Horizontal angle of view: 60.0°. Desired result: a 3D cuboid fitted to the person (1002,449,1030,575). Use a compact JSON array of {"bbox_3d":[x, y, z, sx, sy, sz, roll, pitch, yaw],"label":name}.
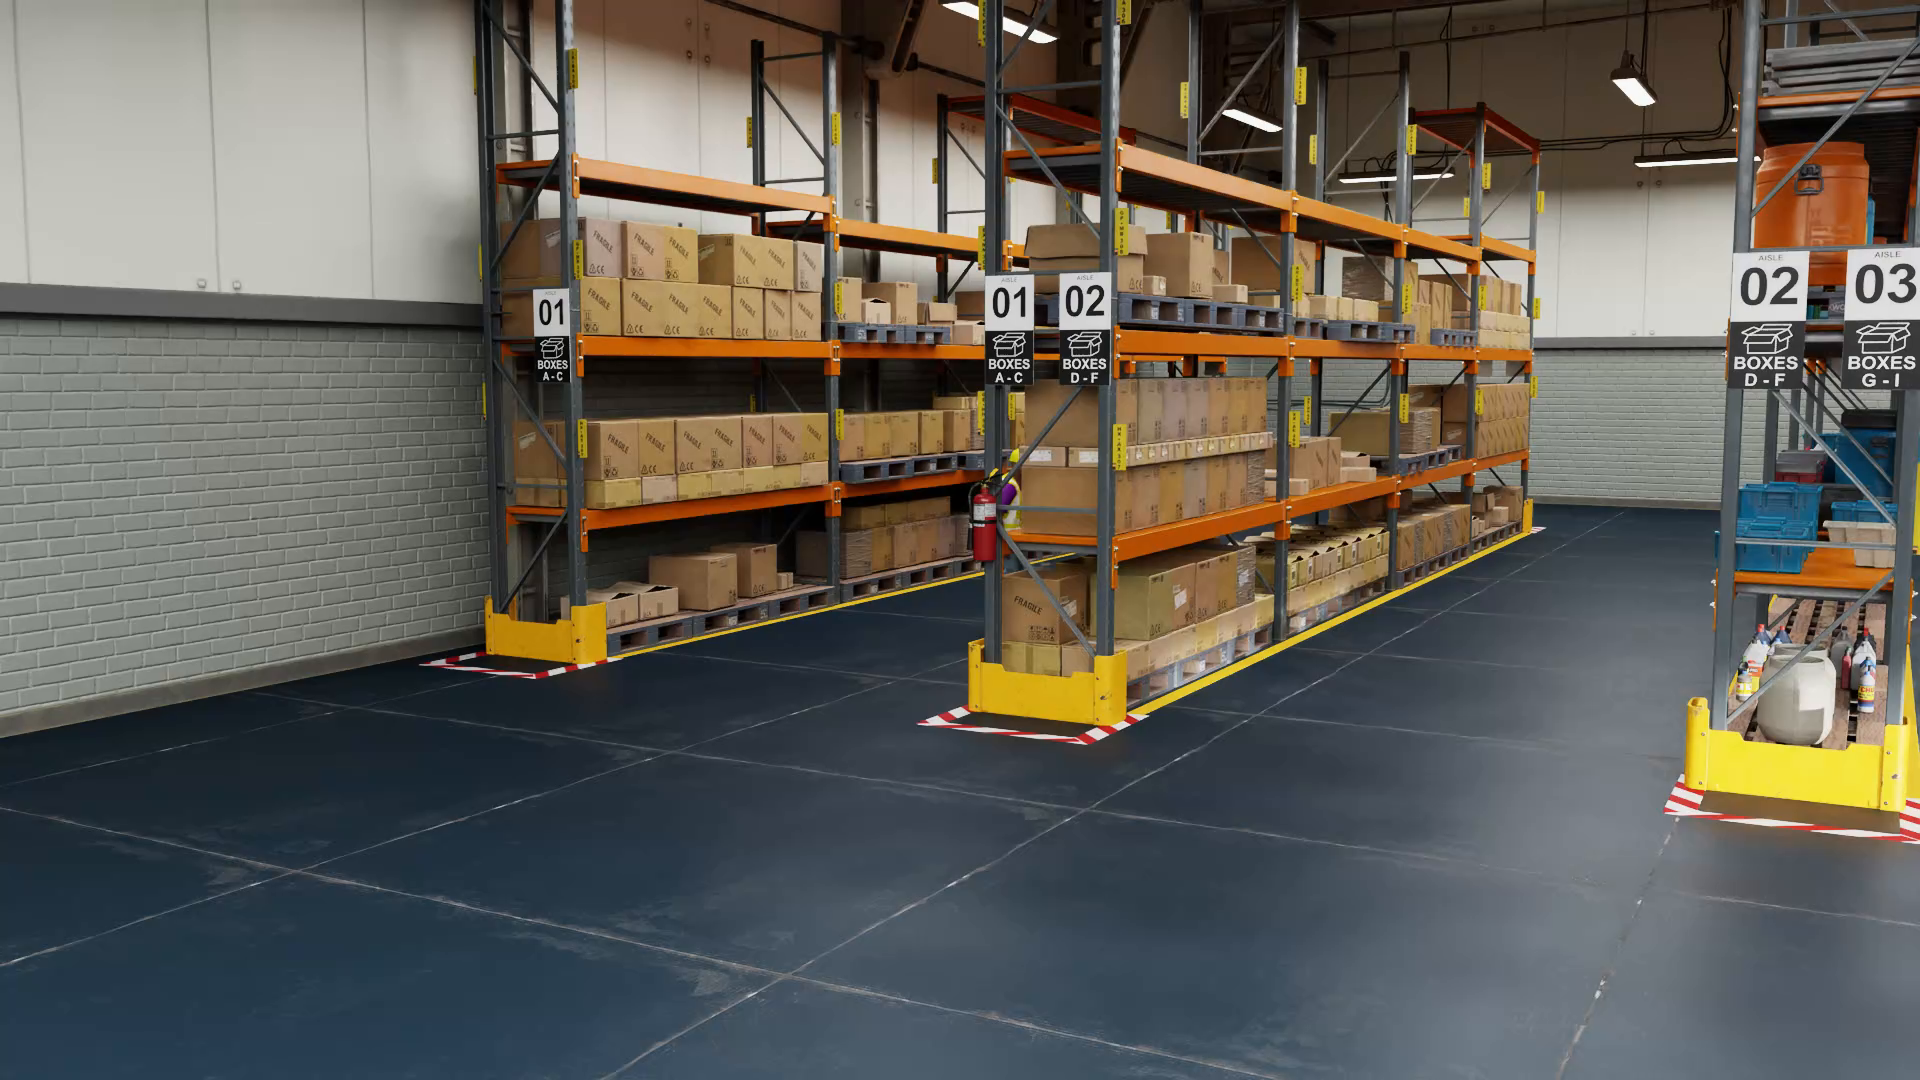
[{"bbox_3d":[0.528,-0.008,16.141,0.461,1.759,0.632,3,7,25],"label":"person"}]
